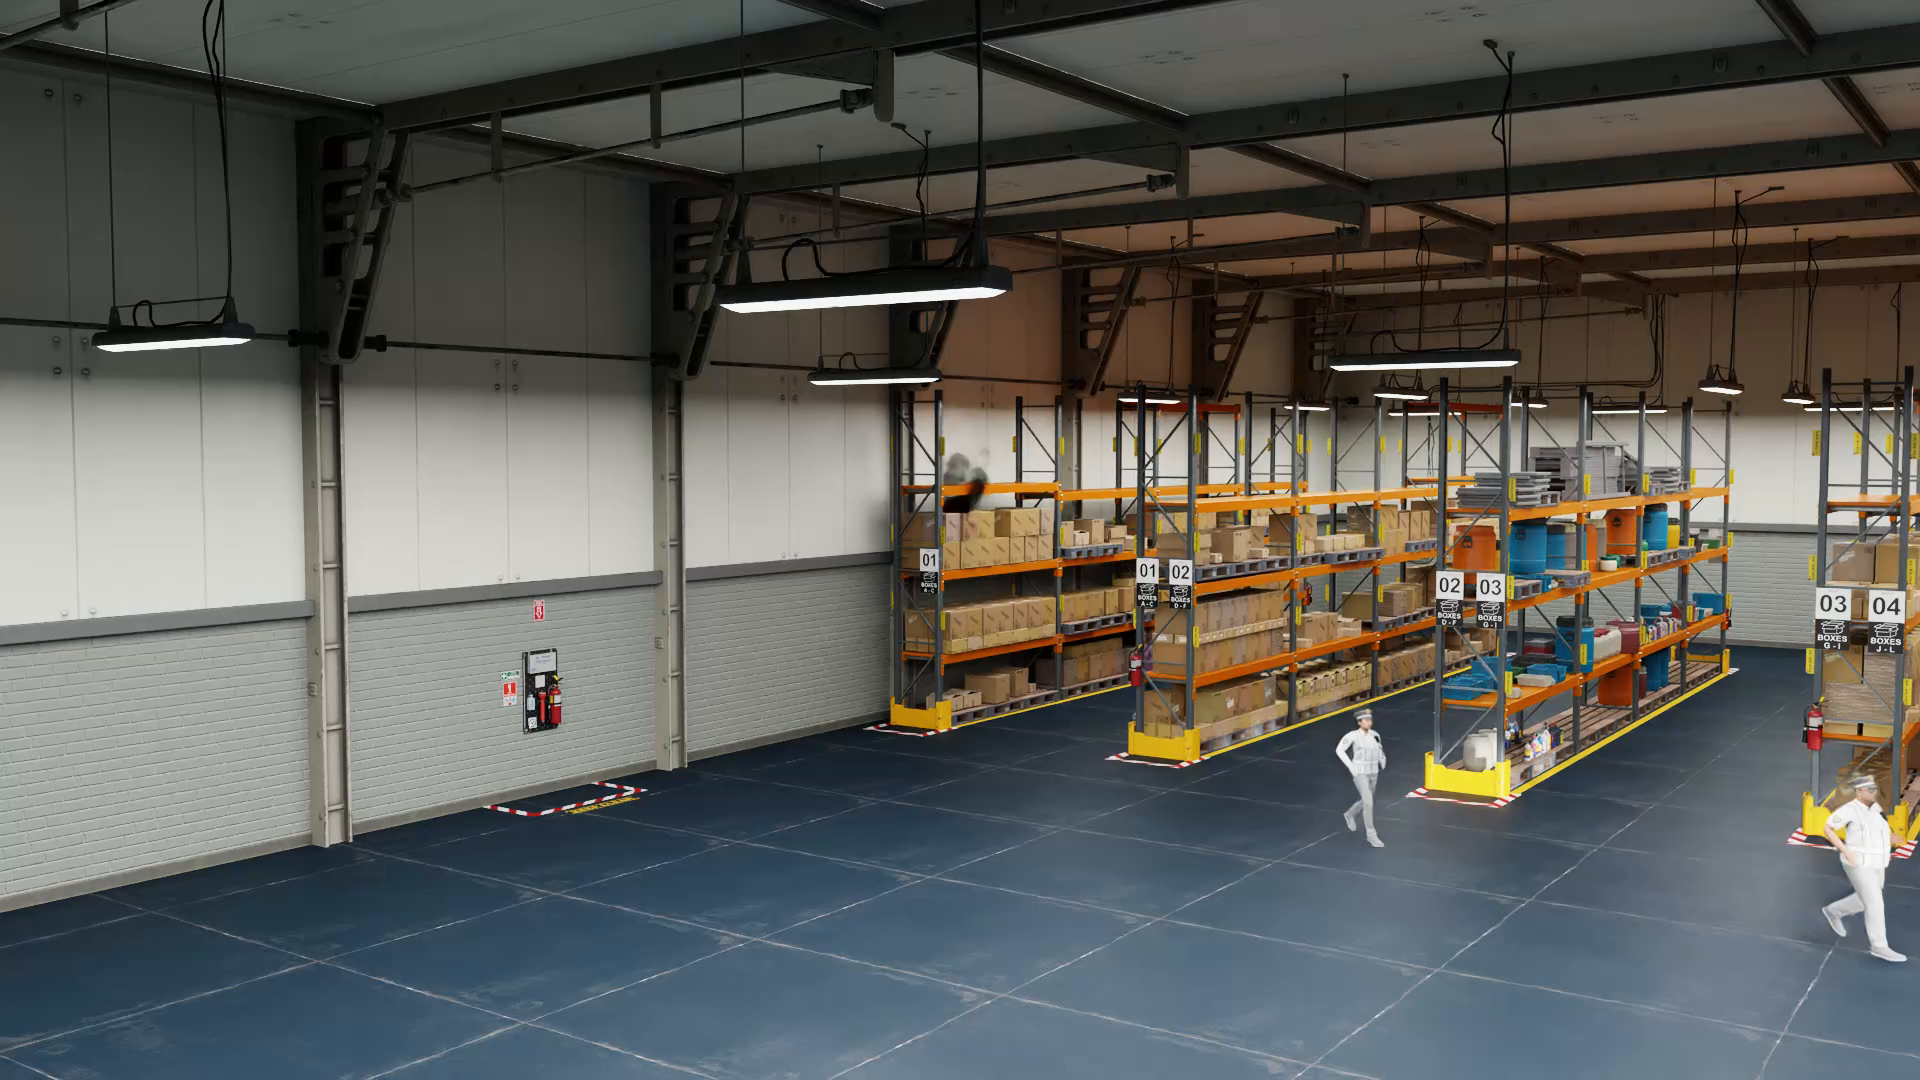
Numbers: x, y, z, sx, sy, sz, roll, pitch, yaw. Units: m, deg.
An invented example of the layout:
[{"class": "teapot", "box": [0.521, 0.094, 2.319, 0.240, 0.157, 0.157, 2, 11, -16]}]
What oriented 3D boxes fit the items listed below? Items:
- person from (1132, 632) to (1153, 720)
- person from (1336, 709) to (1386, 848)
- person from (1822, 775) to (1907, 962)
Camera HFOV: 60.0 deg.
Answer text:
[{"class": "person", "box": [3.374, 2.474, 30.568, 0.543, 1.575, 0.878, 2, 4, 28]}, {"class": "person", "box": [5.082, 2.958, 21.090, 0.623, 1.682, 0.757, -1, 4, -25]}, {"class": "person", "box": [8.924, 3.179, 16.424, 0.671, 1.755, 0.963, -2, 4, -28]}]
